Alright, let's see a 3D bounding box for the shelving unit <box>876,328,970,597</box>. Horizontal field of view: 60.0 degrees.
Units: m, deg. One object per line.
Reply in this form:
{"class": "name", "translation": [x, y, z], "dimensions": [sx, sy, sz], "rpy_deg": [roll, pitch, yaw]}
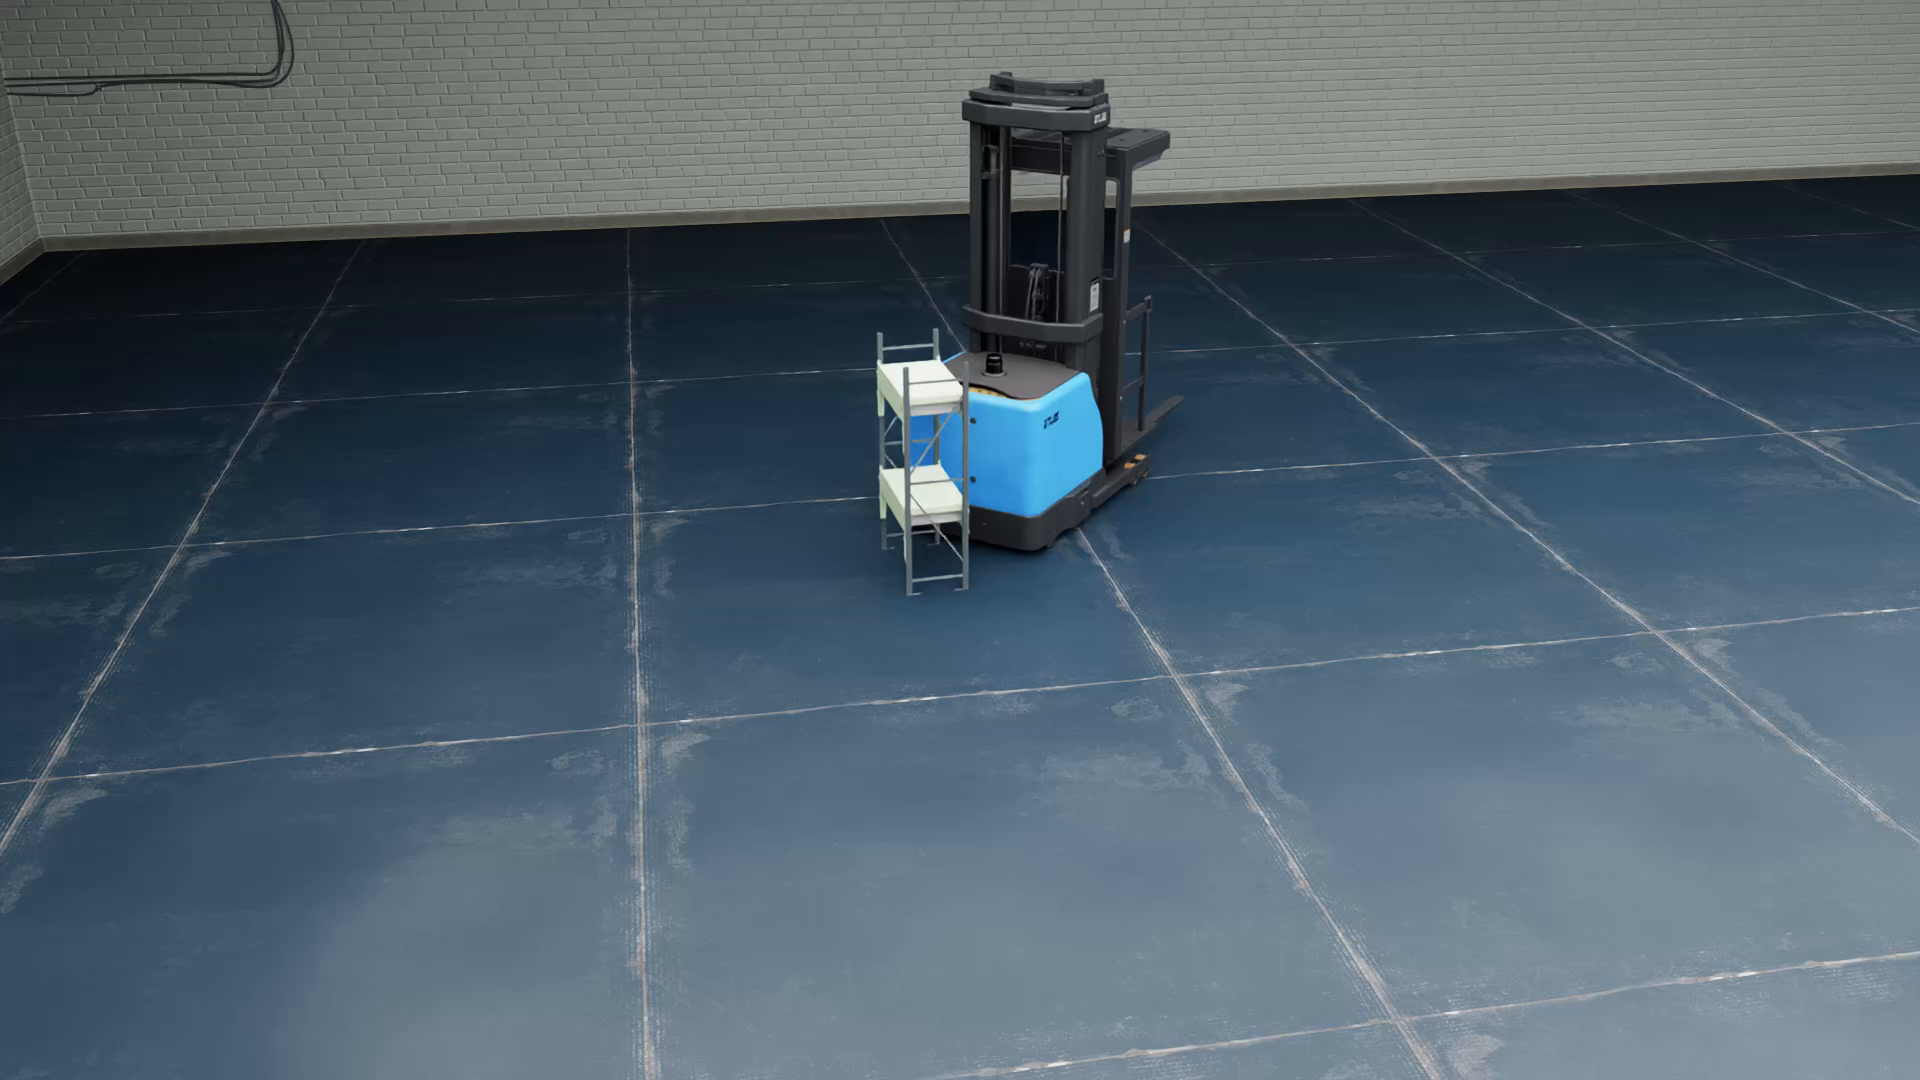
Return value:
{"class": "shelving unit", "translation": [-0.236, -0.495, 10.510], "dimensions": [0.431, 1.500, 0.755], "rpy_deg": [-6, 24, -14]}

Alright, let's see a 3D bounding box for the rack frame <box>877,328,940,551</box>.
{"class": "rack frame", "translation": [-0.330, -0.637, 10.834], "dimensions": [0.400, 1.500, 0.023], "rpy_deg": [-6, 24, -14]}

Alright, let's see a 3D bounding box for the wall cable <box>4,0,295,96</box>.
{"class": "wall cable", "translation": [-8.846, -6.032, 17.697], "dimensions": [3.097, 2.526, 0.112], "rpy_deg": [-4, 24, -10]}

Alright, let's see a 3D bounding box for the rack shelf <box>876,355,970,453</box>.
{"class": "rack shelf", "translation": [-0.236, -0.853, 10.354], "dimensions": [0.431, 0.370, 0.720], "rpy_deg": [-6, 24, -14]}

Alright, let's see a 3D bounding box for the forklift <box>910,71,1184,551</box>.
{"class": "forklift", "translation": [0.769, -1.823, 11.761], "dimensions": [1.130, 2.935, 3.031], "rpy_deg": [13, 27, 26]}

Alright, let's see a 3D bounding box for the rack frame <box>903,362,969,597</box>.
{"class": "rack frame", "translation": [-0.143, -0.354, 10.186], "dimensions": [0.400, 1.500, 0.023], "rpy_deg": [-6, 24, -14]}

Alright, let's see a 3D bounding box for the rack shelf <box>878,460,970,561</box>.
{"class": "rack shelf", "translation": [-0.236, -0.197, 10.641], "dimensions": [0.431, 0.370, 0.720], "rpy_deg": [-6, 24, -14]}
